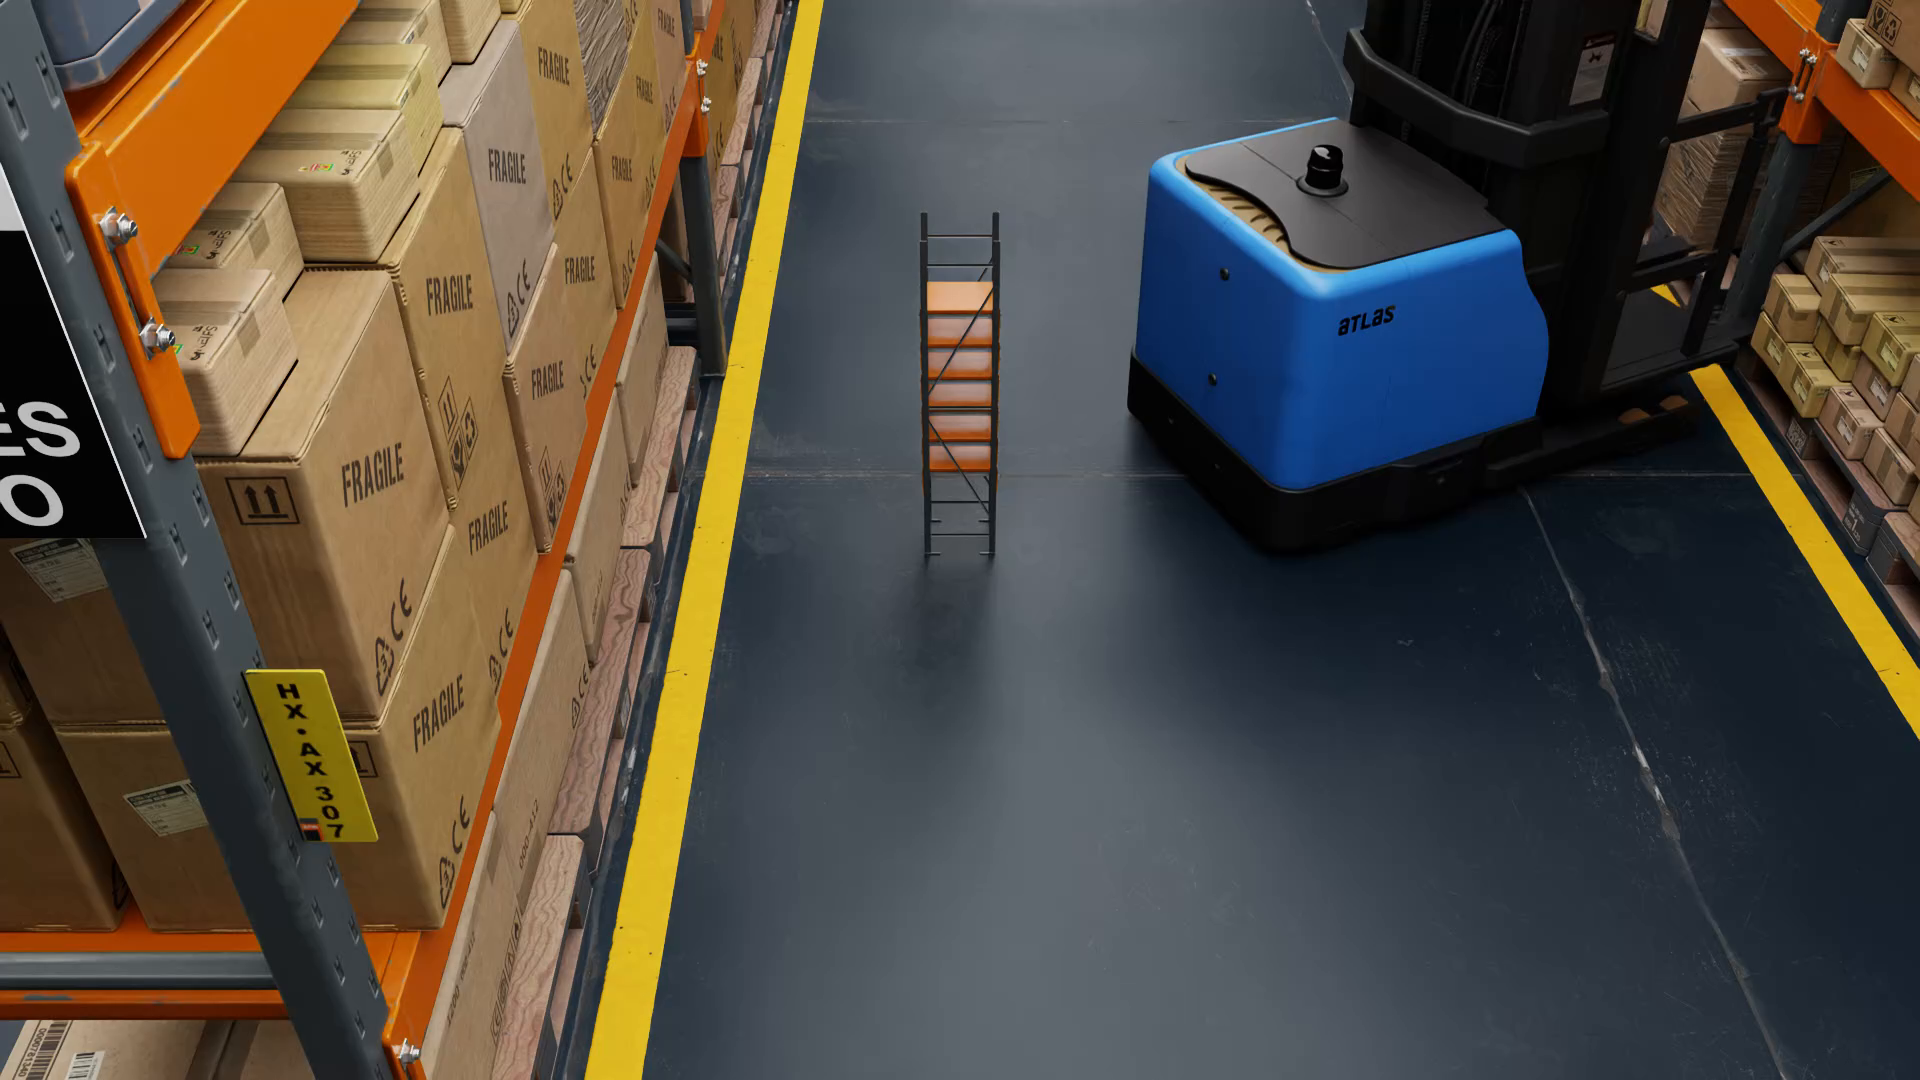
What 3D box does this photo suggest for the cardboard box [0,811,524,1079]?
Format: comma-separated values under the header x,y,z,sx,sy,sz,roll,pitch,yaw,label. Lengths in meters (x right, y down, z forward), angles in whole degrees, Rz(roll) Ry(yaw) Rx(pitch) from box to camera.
x,y,z,sx,sy,sz,roll,pitch,yaw,label
-1.521,1.083,3.713,0.875,0.438,0.875,-1,39,-2,cardboard box

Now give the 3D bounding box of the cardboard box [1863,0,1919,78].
x,y,z,sx,sy,sz,roll,pitch,yaw,label
3.274,-1.754,5.222,0.500,0.500,0.500,-1,39,-1,cardboard box

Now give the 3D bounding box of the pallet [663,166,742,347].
x,y,z,sx,sy,sz,roll,pitch,yaw,label
-1.501,-1.236,7.124,1.003,0.211,1.213,0,39,0,pallet

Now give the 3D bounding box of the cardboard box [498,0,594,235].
x,y,z,sx,sy,sz,roll,pitch,yaw,label
-1.153,-1.027,3.753,0.500,0.500,0.500,0,39,0,cardboard box

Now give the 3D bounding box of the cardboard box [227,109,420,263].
x,y,z,sx,sy,sz,roll,pitch,yaw,label
-1.100,-0.571,2.666,0.380,0.149,0.250,1,39,1,cardboard box

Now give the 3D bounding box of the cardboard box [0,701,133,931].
x,y,z,sx,sy,sz,roll,pitch,yaw,label
-1.685,0.319,2.873,0.500,0.500,0.500,0,39,0,cardboard box

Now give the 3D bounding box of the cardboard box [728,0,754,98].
x,y,z,sx,sy,sz,roll,pitch,yaw,label
-1.514,-2.688,8.069,0.875,0.875,0.875,0,39,1,cardboard box

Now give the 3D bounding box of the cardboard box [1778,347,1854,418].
x,y,z,sx,sy,sz,roll,pitch,yaw,label
3.205,-0.566,6.001,0.380,0.149,0.250,1,39,1,cardboard box

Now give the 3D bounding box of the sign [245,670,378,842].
x,y,z,sx,sy,sz,roll,pitch,yaw,label
-0.865,0.294,2.228,0.100,0.325,0.005,0,39,0,sign

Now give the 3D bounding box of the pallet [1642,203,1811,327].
x,y,z,sx,sy,sz,roll,pitch,yaw,label
3.523,-1.307,7.212,1.003,0.211,1.213,0,39,0,pallet

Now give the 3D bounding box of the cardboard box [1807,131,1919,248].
x,y,z,sx,sy,sz,roll,pitch,yaw,label
3.790,-1.559,6.960,0.500,0.500,0.500,1,39,2,cardboard box

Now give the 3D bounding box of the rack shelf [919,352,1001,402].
x,y,z,sx,sy,sz,roll,pitch,yaw,label
0.000,-0.536,5.339,0.258,0.103,0.180,0,39,0,rack shelf

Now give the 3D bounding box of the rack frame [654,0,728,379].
x,y,z,sx,sy,sz,roll,pitch,yaw,label
-1.424,-1.842,5.649,1.000,3.000,0.127,0,39,0,rack frame

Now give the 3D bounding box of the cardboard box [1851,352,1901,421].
x,y,z,sx,sy,sz,roll,pitch,yaw,label
3.332,-0.538,5.729,0.380,0.149,0.250,0,39,0,cardboard box

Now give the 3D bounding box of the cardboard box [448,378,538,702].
x,y,z,sx,sy,sz,roll,pitch,yaw,label
-1.162,0.004,3.266,0.500,0.500,0.500,-1,39,-1,cardboard box

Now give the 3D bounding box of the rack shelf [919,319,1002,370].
x,y,z,sx,sy,sz,roll,pitch,yaw,label
0.000,-0.630,5.264,0.258,0.103,0.180,0,39,0,rack shelf

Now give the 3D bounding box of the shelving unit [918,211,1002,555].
x,y,z,sx,sy,sz,roll,pitch,yaw,label
0.000,-0.477,5.386,0.258,1.200,0.189,0,39,0,shelving unit

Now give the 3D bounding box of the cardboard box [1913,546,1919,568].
x,y,z,sx,sy,sz,roll,pitch,yaw,label
3.247,0.079,5.196,0.380,0.149,0.250,-1,39,-1,cardboard box

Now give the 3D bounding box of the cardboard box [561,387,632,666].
x,y,z,sx,sy,sz,roll,pitch,yaw,label
-1.529,-0.053,5.131,0.875,0.438,0.875,-1,39,-1,cardboard box

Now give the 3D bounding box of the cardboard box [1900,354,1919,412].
x,y,z,sx,sy,sz,roll,pitch,yaw,label
3.332,-0.483,5.422,0.380,0.149,0.250,-1,39,-1,cardboard box

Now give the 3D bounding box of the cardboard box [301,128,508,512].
x,y,z,sx,sy,sz,roll,pitch,yaw,label
-1.143,-0.393,2.962,0.500,0.500,0.500,-1,39,-1,cardboard box

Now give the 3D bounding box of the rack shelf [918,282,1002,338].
x,y,z,sx,sy,sz,roll,pitch,yaw,label
0.000,-0.724,5.189,0.258,0.103,0.180,0,39,0,rack shelf

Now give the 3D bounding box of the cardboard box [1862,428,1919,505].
x,y,z,sx,sy,sz,roll,pitch,yaw,label
3.307,-0.251,5.609,0.380,0.149,0.250,-1,39,-1,cardboard box

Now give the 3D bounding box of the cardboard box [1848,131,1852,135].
x,y,z,sx,sy,sz,roll,pitch,yaw,label
3.789,-1.852,6.726,0.500,0.250,0.500,-2,39,-2,cardboard box

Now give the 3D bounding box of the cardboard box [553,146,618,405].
x,y,z,sx,sy,sz,roll,pitch,yaw,label
-1.162,-0.627,4.054,0.500,0.500,0.500,1,39,1,cardboard box

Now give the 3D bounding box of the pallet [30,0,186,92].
x,y,z,sx,sy,sz,roll,pitch,yaw,label
-1.431,-0.940,2.197,1.003,0.211,1.213,0,39,0,pallet

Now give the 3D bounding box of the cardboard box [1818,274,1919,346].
x,y,z,sx,sy,sz,roll,pitch,yaw,label
3.260,-0.804,5.823,0.380,0.149,0.250,2,39,2,cardboard box

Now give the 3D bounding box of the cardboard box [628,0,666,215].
x,y,z,sx,sy,sz,roll,pitch,yaw,label
-1.162,-1.269,4.855,0.500,0.500,0.500,-1,39,-1,cardboard box

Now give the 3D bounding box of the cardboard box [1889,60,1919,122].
x,y,z,sx,sy,sz,roll,pitch,yaw,label
3.273,-1.472,5.388,0.380,0.149,0.250,1,39,1,cardboard box

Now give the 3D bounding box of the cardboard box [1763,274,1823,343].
x,y,z,sx,sy,sz,roll,pitch,yaw,label
3.206,-0.849,6.117,0.380,0.149,0.250,2,39,2,cardboard box

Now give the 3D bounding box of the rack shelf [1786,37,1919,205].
x,y,z,sx,sy,sz,roll,pitch,yaw,label
3.528,-0.377,4.397,1.077,0.370,4.000,0,39,0,rack shelf

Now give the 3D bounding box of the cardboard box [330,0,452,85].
x,y,z,sx,sy,sz,roll,pitch,yaw,label
-1.172,-0.900,3.076,0.380,0.149,0.250,0,39,0,cardboard box

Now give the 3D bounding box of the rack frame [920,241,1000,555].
x,y,z,sx,sy,sz,roll,pitch,yaw,label
0.000,-0.420,5.315,0.240,1.200,0.006,0,39,0,rack frame

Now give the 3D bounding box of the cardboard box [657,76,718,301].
x,y,z,sx,sy,sz,roll,pitch,yaw,label
-1.505,-1.564,6.666,0.875,0.875,0.875,1,39,1,cardboard box

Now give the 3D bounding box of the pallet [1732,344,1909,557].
x,y,z,sx,sy,sz,roll,pitch,yaw,label
3.562,-0.400,6.081,1.003,0.211,1.213,0,39,0,pallet

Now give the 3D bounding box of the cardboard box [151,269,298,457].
x,y,z,sx,sy,sz,roll,pitch,yaw,label
-1.143,-0.245,2.259,0.380,0.149,0.250,1,39,1,cardboard box

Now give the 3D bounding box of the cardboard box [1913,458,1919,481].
x,y,z,sx,sy,sz,roll,pitch,yaw,label
3.306,-0.198,5.304,0.380,0.149,0.250,2,39,2,cardboard box

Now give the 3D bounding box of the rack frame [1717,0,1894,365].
x,y,z,sx,sy,sz,roll,pitch,yaw,label
3.525,-1.908,5.733,1.000,3.000,0.127,0,39,0,rack frame

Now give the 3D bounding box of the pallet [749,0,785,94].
x,y,z,sx,sy,sz,roll,pitch,yaw,label
-1.503,-2.762,9.028,1.003,0.211,1.213,0,39,0,pallet

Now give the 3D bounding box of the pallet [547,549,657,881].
x,y,z,sx,sy,sz,roll,pitch,yaw,label
-1.498,0.487,4.974,1.003,0.211,1.213,0,39,0,pallet

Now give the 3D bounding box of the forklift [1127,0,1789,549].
x,y,z,sx,sy,sz,roll,pitch,yaw,label
2.185,-1.743,5.581,3.031,2.935,1.130,-17,42,-20,forklift

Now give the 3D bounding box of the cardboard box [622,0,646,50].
x,y,z,sx,sy,sz,roll,pitch,yaw,label
-1.155,-1.659,4.542,0.500,0.500,0.500,-1,39,-1,cardboard box

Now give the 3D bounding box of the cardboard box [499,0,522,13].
x,y,z,sx,sy,sz,roll,pitch,yaw,label
-1.103,-1.215,3.469,0.380,0.149,0.250,-1,39,-1,cardboard box

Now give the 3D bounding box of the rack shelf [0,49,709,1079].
x,y,z,sx,sy,sz,roll,pitch,yaw,label
-1.422,-0.310,4.314,1.077,0.370,4.000,0,39,0,rack shelf

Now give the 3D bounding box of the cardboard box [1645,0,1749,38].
x,y,z,sx,sy,sz,roll,pitch,yaw,label
3.285,-2.177,7.131,0.500,0.250,0.500,2,39,2,cardboard box
